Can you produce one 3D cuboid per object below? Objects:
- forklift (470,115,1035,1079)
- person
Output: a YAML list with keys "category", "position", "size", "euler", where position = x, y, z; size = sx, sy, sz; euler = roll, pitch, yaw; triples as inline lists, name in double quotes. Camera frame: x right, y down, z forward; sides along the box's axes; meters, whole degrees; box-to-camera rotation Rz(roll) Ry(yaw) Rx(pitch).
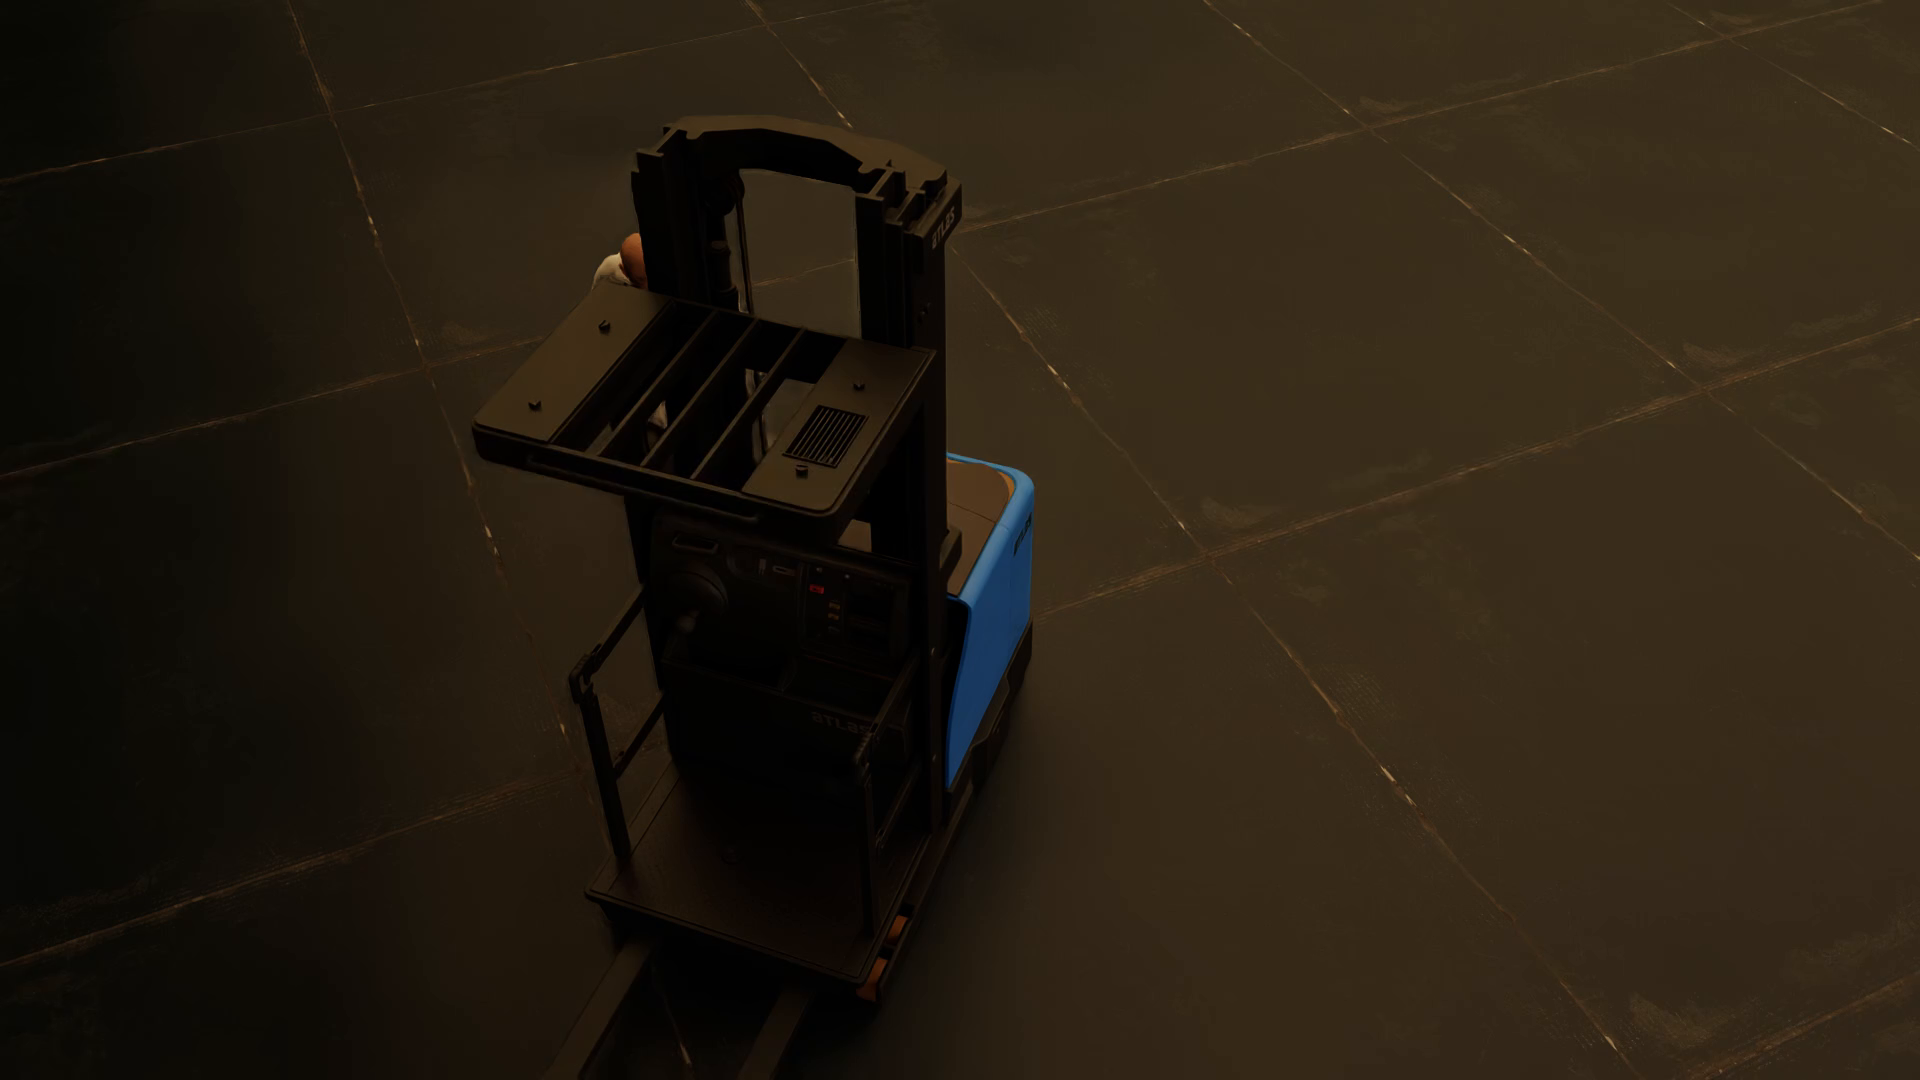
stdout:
- category: "forklift"
  position: [-0.679, 0.276, 5.385]
  size: [1.130, 2.935, 3.031]
  euler: [14, 45, 15]
- category: "person"
  position: [-1.265, -0.803, 7.569]
  size: [0.669, 1.573, 0.877]
  euler: [-34, 53, -31]
